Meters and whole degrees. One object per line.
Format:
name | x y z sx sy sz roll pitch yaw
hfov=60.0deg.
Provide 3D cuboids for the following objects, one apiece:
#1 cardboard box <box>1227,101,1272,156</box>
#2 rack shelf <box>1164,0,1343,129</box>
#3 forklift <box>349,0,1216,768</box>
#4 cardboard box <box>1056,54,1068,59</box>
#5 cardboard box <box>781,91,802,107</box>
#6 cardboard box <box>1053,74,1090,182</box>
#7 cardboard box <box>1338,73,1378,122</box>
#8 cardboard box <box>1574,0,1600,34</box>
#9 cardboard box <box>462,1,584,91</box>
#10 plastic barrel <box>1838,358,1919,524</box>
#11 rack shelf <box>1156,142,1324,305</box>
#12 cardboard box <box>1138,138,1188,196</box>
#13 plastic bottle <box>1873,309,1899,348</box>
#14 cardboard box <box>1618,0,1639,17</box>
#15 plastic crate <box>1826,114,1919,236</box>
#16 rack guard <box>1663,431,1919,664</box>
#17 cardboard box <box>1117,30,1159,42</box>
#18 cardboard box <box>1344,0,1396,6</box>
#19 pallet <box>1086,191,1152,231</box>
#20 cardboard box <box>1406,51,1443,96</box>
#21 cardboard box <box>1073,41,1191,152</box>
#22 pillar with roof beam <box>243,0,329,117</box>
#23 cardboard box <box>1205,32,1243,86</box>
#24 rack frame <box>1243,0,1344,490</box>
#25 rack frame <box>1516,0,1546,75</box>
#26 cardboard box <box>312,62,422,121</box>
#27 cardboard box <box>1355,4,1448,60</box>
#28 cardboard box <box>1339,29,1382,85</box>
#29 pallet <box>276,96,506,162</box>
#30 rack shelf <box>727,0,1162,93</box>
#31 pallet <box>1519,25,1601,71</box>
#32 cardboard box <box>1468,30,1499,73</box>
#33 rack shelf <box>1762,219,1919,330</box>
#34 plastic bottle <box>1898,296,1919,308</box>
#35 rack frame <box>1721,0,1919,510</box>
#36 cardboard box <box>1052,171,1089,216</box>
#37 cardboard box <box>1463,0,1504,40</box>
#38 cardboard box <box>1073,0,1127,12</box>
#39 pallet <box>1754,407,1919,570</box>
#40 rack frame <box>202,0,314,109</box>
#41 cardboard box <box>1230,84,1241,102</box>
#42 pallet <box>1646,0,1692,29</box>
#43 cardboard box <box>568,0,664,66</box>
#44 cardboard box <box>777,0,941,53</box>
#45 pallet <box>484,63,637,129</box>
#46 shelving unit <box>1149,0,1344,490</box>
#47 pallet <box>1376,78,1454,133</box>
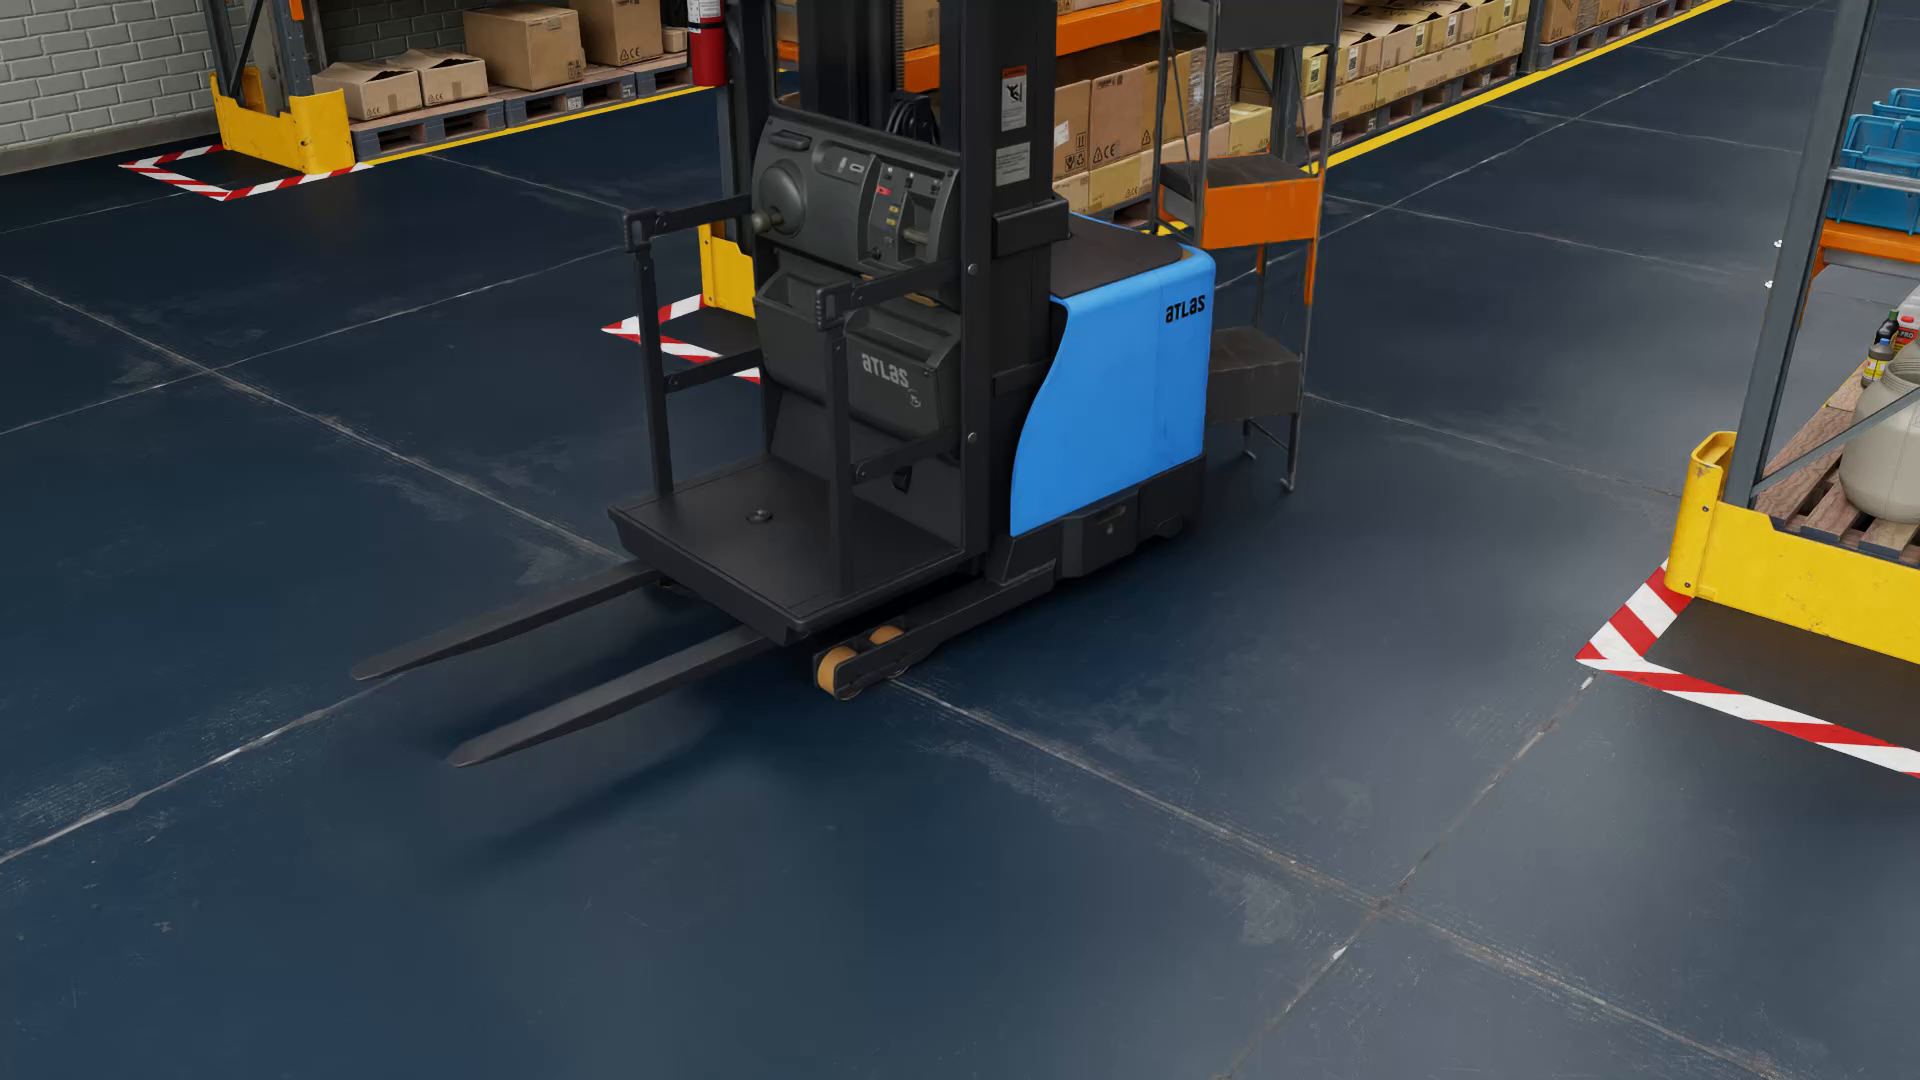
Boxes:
cardboard box | 1.636 -2.620 10.586 0.500 0.250 0.500 21 34 34
rack shelf | 1.029 -1.791 5.933 0.480 0.518 0.431 -9 29 -17
forklift | -0.500 -1.065 5.120 3.031 2.935 1.130 -23 35 -37
cardboard box | 0.273 -2.576 9.684 0.500 0.500 0.500 21 34 34
cardboard box | -0.671 -2.040 8.649 0.500 0.500 0.500 21 34 34
cardboard box | 0.355 -2.247 9.049 0.500 0.500 0.500 21 34 34
cardboard box | 2.536 -3.100 11.513 0.500 0.250 0.500 22 34 36
cardboard box | 5.145 -4.652 14.219 0.500 0.500 0.500 19 33 33
cardboard box | -3.230 -3.663 12.308 0.700 0.500 0.500 18 33 31
plastic barrel | 3.397 -0.353 5.919 0.421 0.512 0.421 0 27 0
rack shelf | 1.029 -1.170 6.255 0.480 0.518 0.431 -9 29 -17
cardboard box | 1.003 -2.264 9.898 0.500 0.250 0.500 21 34 34
plastic bottle | 3.928 -0.831 7.069 0.061 0.283 0.133 22 34 36
cardboard box | 5.796 -5.015 14.920 0.500 0.500 0.500 19 33 33
plastic crate | 3.125 -1.215 5.496 0.499 0.251 0.616 21 34 34
rack guard | 3.050 0.054 5.602 1.175 0.500 0.348 21 34 34
cardboard box | 0.914 -2.929 10.367 0.500 0.500 0.500 21 34 34
cardboard box | 3.093 -4.047 12.733 0.500 0.311 0.500 20 33 33
pallet | 0.448 -1.940 9.771 1.003 0.211 1.213 21 34 34
cardboard box | 3.188 -3.464 12.218 0.500 0.250 0.500 22 34 35
cardboard box | 0.994 -2.601 9.732 0.500 0.500 0.500 21 34 34
pillar with roof beam | -1.507 -5.819 7.704 9.100 9.000 0.400 21 34 34
cardboard box | 1.798 -3.325 11.338 0.500 0.311 0.500 21 34 34
rack frame | 1.259 -1.219 6.322 0.015 2.100 0.400 -9 29 -17
rack frame | 4.306 -5.301 13.233 1.000 3.000 0.127 21 34 34
cardboard box | -4.097 -3.132 11.486 0.500 0.311 0.500 17 32 29
cardboard box | 3.194 -3.717 12.095 0.500 0.311 0.500 22 34 36
cardboard box | 2.540 -3.347 11.381 0.500 0.311 0.500 20 34 34
pallet | -4.015 -2.977 11.776 1.003 0.211 1.213 21 34 34
rack shelf | 0.490 -2.855 9.286 1.077 0.370 4.000 21 34 34
pallet | 4.810 -4.316 14.364 1.003 0.211 1.213 21 34 34
cardboard box | 3.835 -3.825 12.915 0.500 0.250 0.500 20 34 34
rack shelf | 4.310 -1.406 6.485 1.077 0.370 4.000 21 34 34
plastic bottle | 4.137 -0.911 7.233 0.152 0.276 0.135 20 33 33
rack frame | 3.038 -1.016 4.949 1.000 3.000 0.127 21 34 34
cardboard box | 0.364 -1.911 9.215 0.500 0.250 0.500 21 34 34
cardboard box | 3.838 -4.072 12.782 0.500 0.311 0.500 20 34 34
cardboard box | 0.507 -3.221 9.103 0.700 0.500 0.500 22 35 36
pallet | 3.571 -0.105 6.222 1.003 0.211 1.213 21 34 34
rack frame | -4.607 -3.911 10.546 1.000 3.000 0.127 21 34 34
cardboard box | 1.802 -3.080 11.475 0.500 0.250 0.500 20 34 34
pallet | 6.362 -5.182 16.036 1.003 0.211 1.213 21 34 34
cardboard box | -2.692 -4.035 13.027 0.500 0.500 0.500 18 32 31
cardboard box | -0.475 -2.671 8.040 0.700 0.500 0.500 21 34 34
pallet | -3.238 -3.408 12.608 1.003 0.211 1.213 21 34 34
shelving unit | 1.029 -1.182 6.249 0.503 2.100 0.431 -9 29 -17
pallet | 2.976 -3.352 12.499 1.003 0.211 1.213 21 34 34
